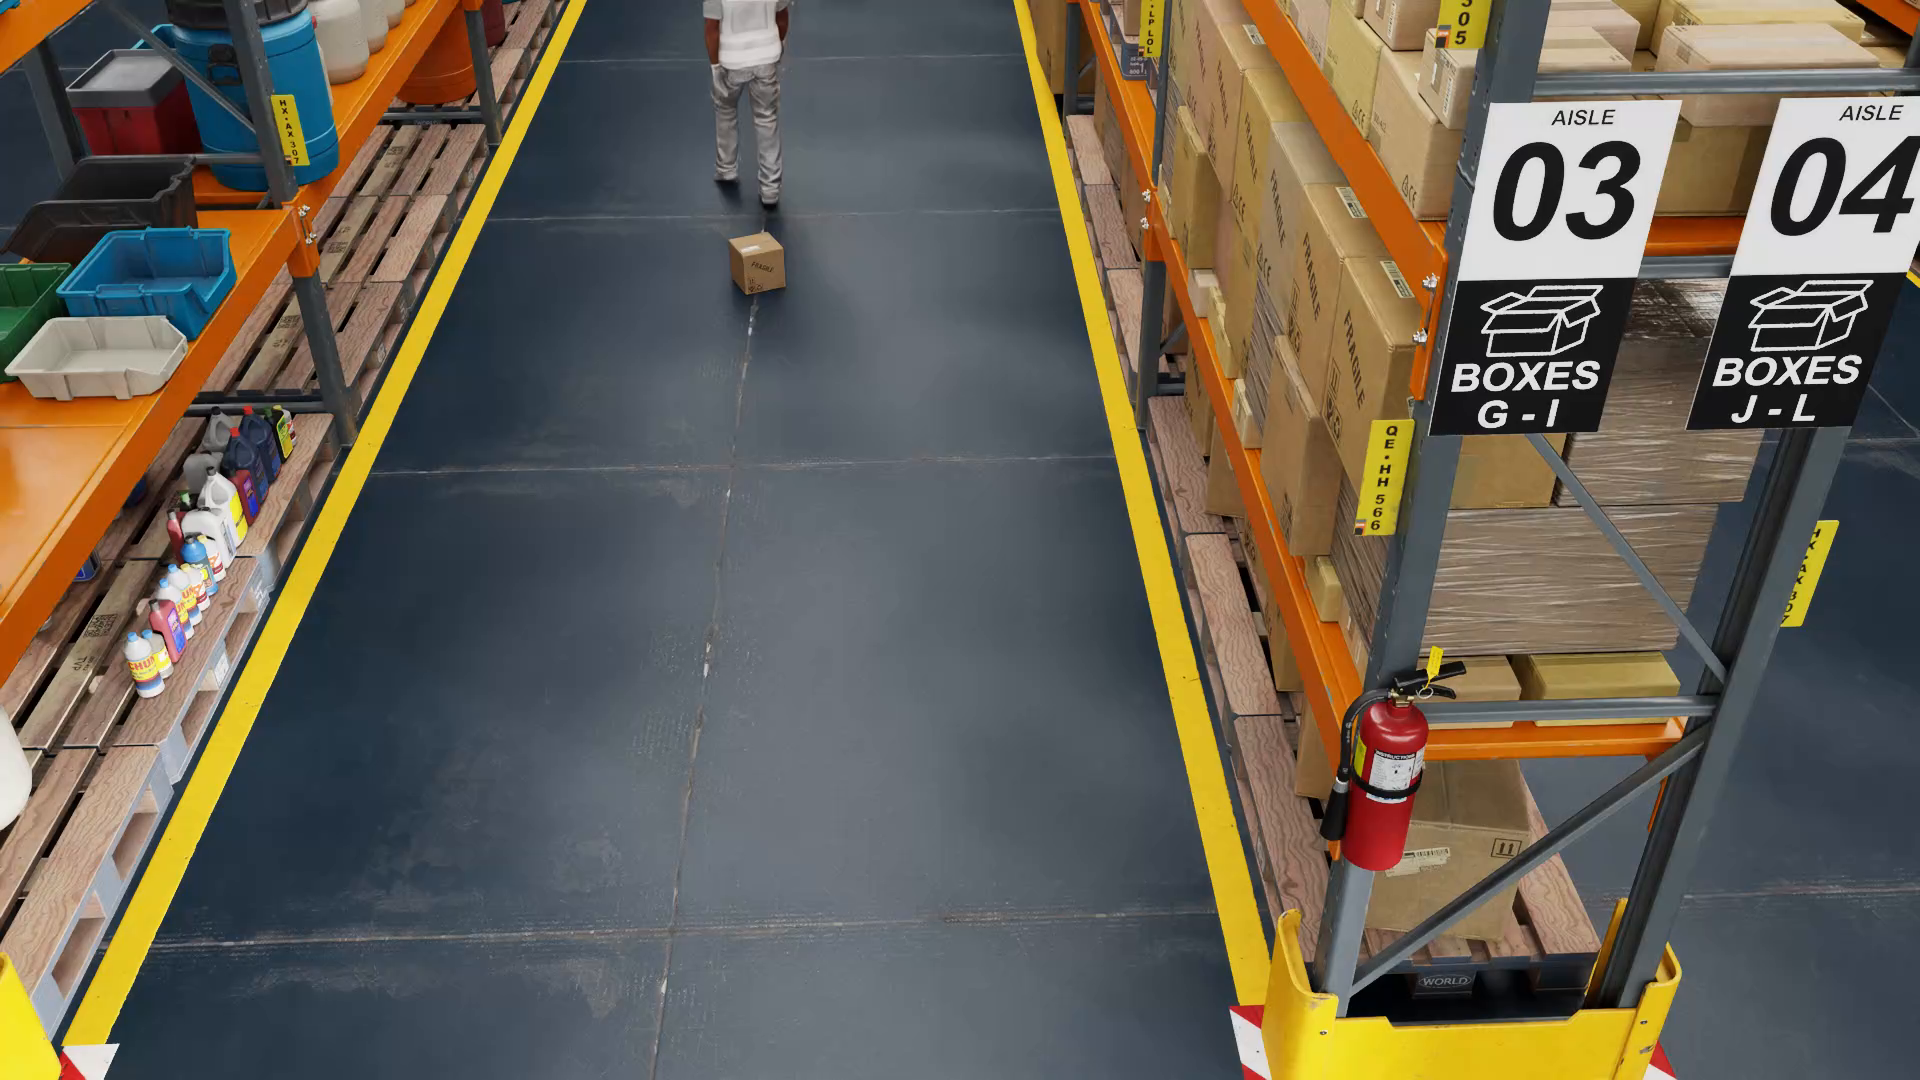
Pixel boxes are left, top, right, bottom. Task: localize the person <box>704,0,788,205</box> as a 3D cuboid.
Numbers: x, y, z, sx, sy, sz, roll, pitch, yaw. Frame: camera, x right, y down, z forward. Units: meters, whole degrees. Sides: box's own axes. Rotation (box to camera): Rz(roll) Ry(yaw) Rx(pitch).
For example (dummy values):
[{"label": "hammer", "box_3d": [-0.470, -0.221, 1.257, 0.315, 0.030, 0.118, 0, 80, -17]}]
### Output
[{"label": "person", "box_3d": [-1.352, -3.038, 10.484, 0.569, 1.820, 0.743, -12, 37, -17]}]
